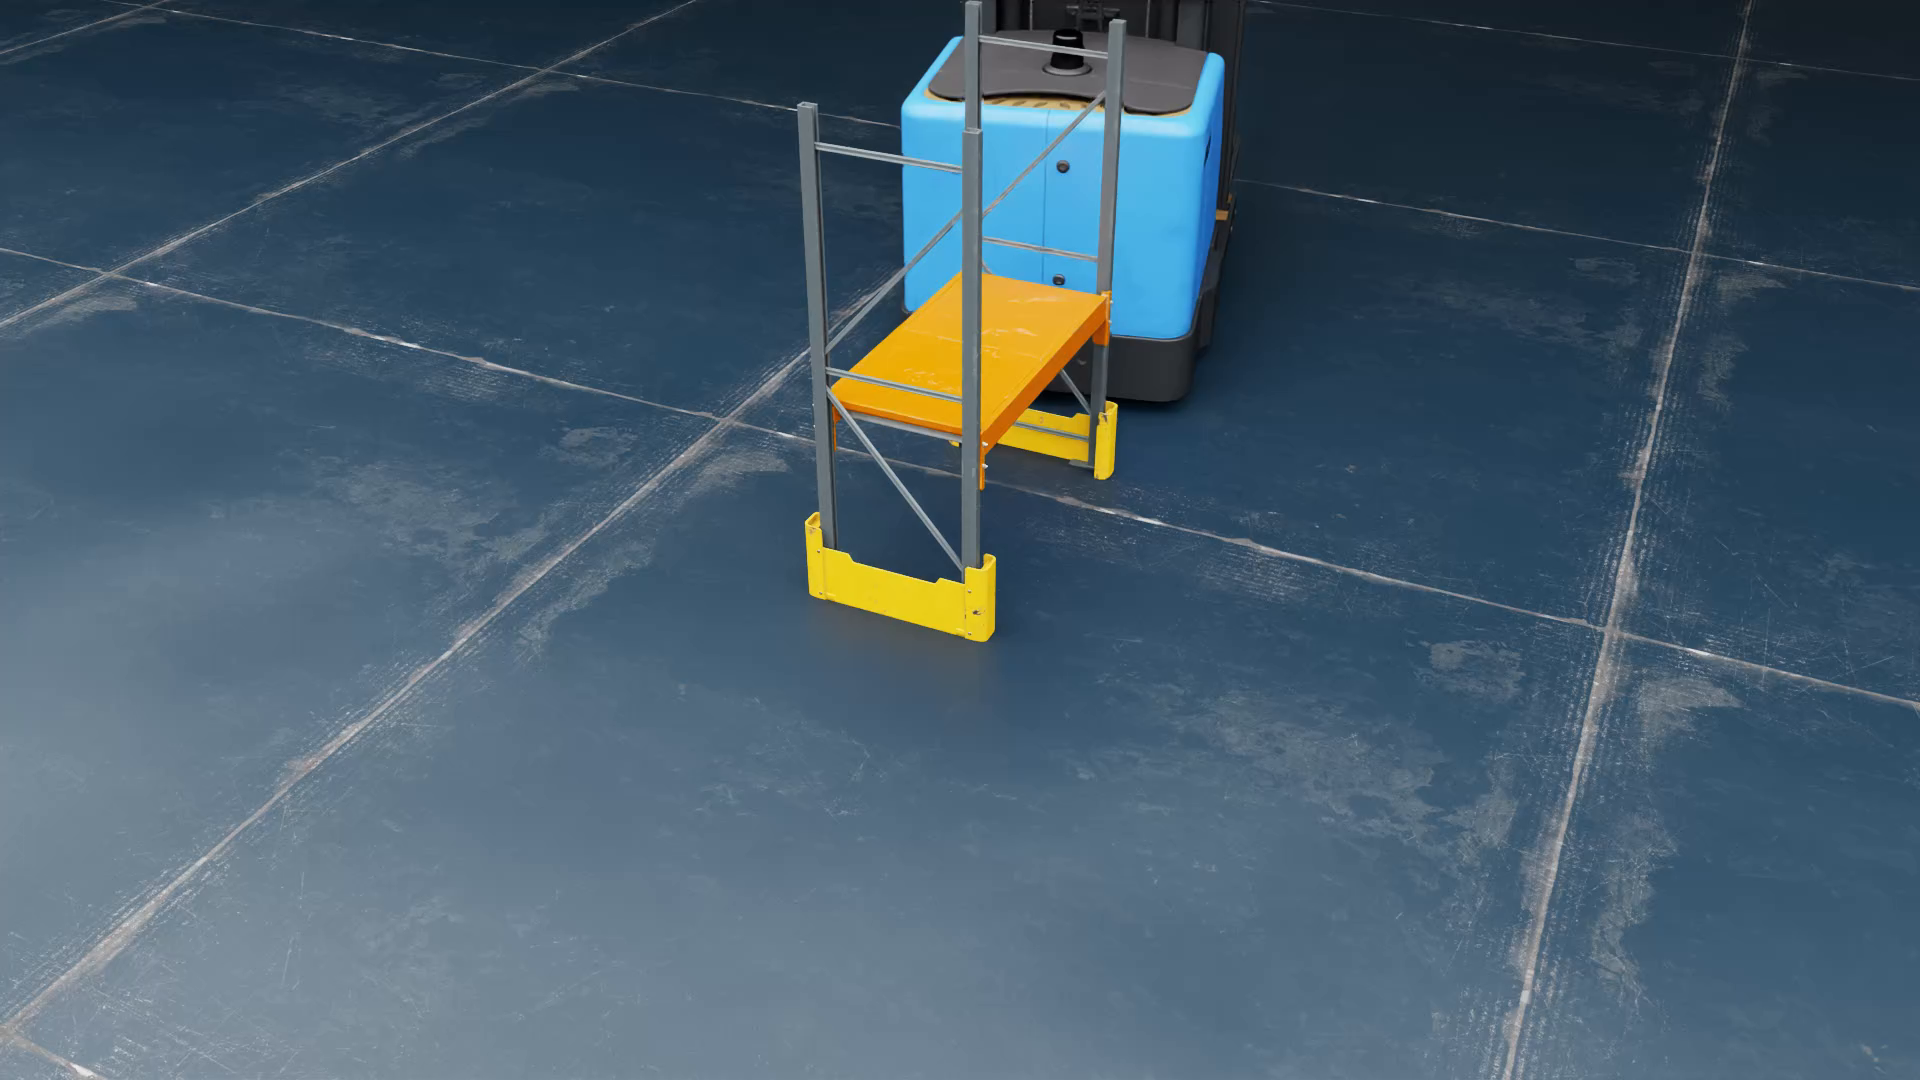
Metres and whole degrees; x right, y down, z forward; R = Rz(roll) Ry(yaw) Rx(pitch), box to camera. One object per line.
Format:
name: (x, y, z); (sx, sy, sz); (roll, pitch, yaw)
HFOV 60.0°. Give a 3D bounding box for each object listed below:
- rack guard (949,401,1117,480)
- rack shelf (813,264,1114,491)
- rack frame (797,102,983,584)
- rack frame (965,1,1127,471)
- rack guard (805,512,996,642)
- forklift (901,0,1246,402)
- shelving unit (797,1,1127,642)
rack guard: (0.240, -0.391, 5.618); (0.587, 0.250, 0.087); (14, 36, 20)
rack shelf: (0.036, -0.519, 5.002); (0.538, 0.185, 1.000); (14, 36, 20)
rack frame: (-0.177, -0.417, 4.517); (0.500, 1.500, 0.032); (14, 36, 20)
rack frame: (0.248, -0.923, 5.290); (0.500, 1.500, 0.032); (14, 36, 20)
rack guard: (-0.176, 0.106, 4.861); (0.587, 0.250, 0.087); (14, 36, 20)
forklift: (0.605, -2.512, 6.408); (1.130, 2.935, 3.031); (7, 34, 10)
shelving unit: (0.032, -0.665, 4.897); (0.587, 1.500, 1.083); (14, 36, 20)
